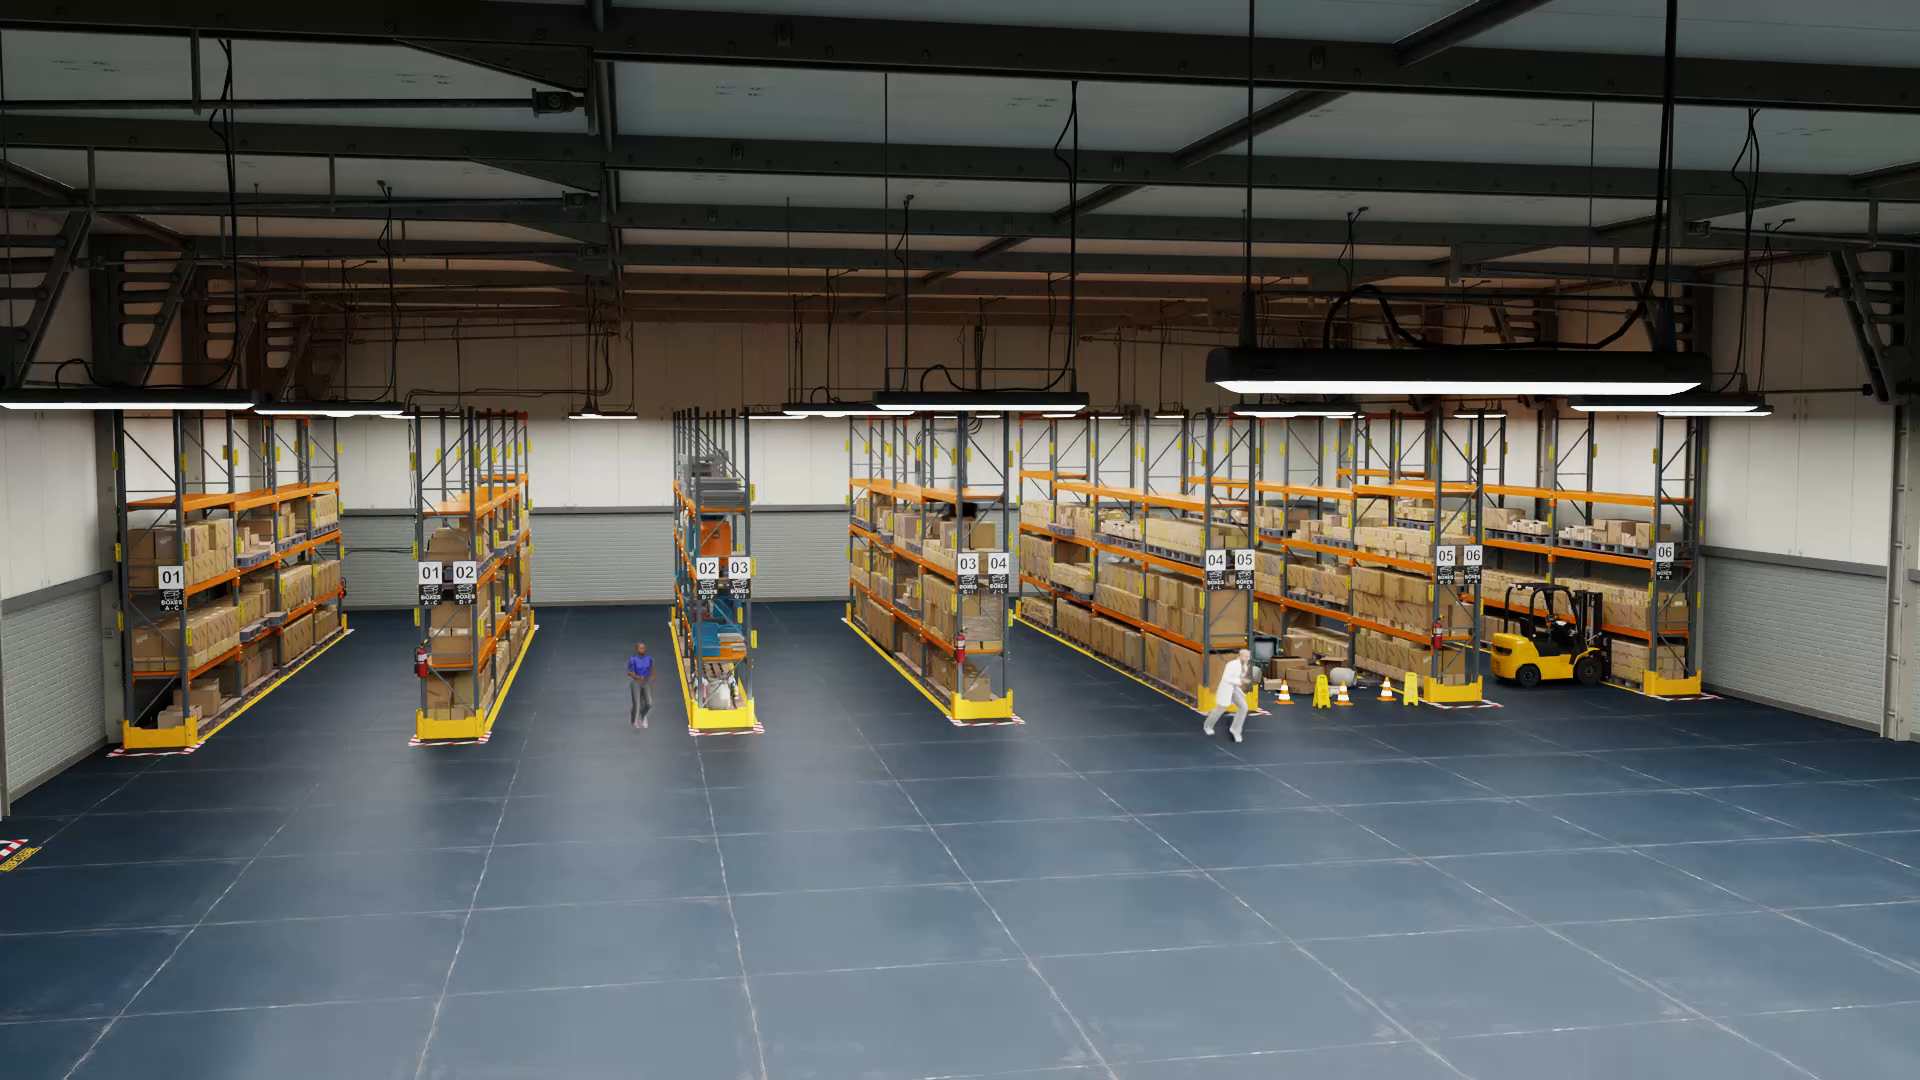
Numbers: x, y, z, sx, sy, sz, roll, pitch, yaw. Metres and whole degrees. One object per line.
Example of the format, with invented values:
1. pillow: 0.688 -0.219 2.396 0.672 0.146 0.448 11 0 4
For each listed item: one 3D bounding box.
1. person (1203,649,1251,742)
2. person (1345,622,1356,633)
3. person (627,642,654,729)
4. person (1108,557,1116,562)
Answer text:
1. person: 4.833 2.843 29.988 0.690 1.613 1.072 -4 6 -44
2. person: 10.519 1.650 45.093 0.640 1.726 0.662 -2 4 -24
3. person: -5.896 2.712 30.925 0.599 1.638 0.639 -3 5 -35
4. person: 4.399 1.388 48.385 0.673 1.787 0.880 -3 5 -33
